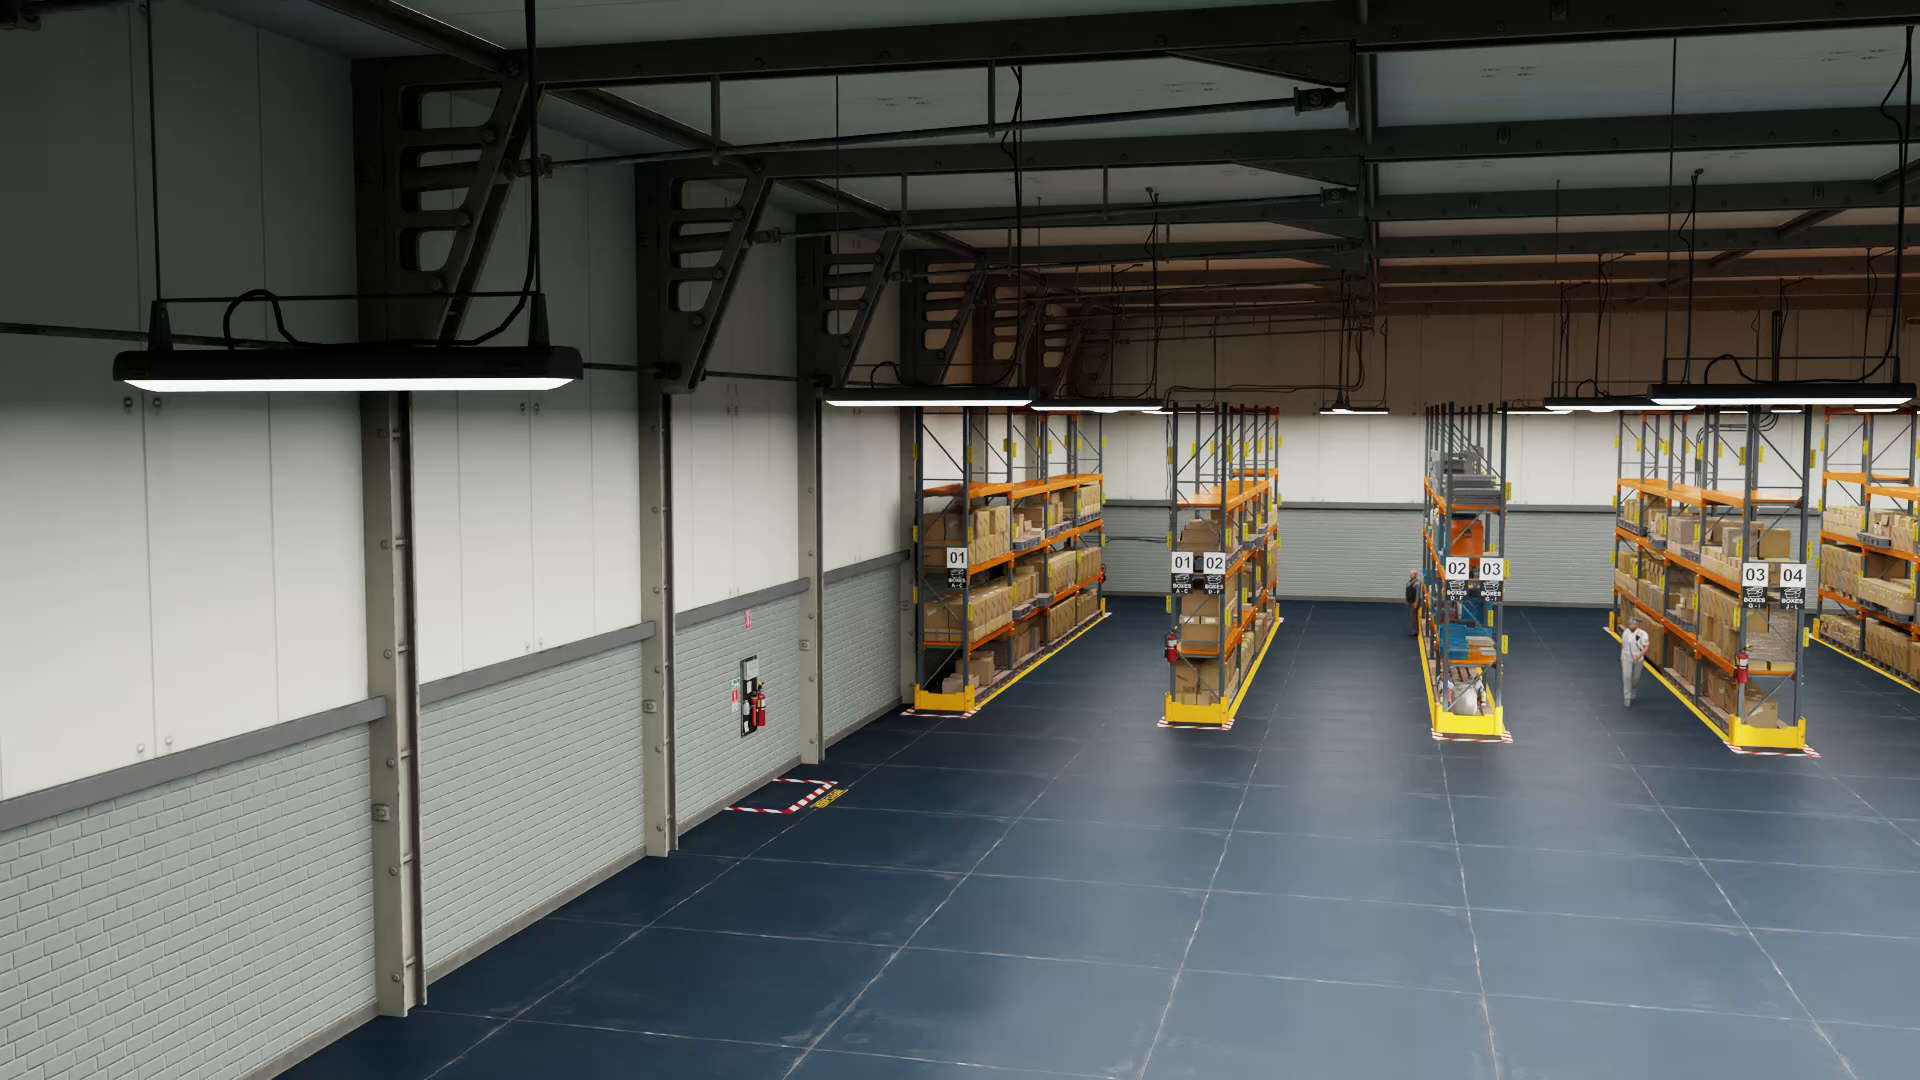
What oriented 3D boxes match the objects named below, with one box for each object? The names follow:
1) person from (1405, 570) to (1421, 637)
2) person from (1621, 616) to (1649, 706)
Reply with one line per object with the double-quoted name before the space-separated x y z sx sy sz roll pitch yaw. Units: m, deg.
"person" 11.828 1.651 43.458 0.366 1.722 0.550 0 4 -5
"person" 13.530 2.419 33.363 0.493 1.783 0.947 1 4 16
